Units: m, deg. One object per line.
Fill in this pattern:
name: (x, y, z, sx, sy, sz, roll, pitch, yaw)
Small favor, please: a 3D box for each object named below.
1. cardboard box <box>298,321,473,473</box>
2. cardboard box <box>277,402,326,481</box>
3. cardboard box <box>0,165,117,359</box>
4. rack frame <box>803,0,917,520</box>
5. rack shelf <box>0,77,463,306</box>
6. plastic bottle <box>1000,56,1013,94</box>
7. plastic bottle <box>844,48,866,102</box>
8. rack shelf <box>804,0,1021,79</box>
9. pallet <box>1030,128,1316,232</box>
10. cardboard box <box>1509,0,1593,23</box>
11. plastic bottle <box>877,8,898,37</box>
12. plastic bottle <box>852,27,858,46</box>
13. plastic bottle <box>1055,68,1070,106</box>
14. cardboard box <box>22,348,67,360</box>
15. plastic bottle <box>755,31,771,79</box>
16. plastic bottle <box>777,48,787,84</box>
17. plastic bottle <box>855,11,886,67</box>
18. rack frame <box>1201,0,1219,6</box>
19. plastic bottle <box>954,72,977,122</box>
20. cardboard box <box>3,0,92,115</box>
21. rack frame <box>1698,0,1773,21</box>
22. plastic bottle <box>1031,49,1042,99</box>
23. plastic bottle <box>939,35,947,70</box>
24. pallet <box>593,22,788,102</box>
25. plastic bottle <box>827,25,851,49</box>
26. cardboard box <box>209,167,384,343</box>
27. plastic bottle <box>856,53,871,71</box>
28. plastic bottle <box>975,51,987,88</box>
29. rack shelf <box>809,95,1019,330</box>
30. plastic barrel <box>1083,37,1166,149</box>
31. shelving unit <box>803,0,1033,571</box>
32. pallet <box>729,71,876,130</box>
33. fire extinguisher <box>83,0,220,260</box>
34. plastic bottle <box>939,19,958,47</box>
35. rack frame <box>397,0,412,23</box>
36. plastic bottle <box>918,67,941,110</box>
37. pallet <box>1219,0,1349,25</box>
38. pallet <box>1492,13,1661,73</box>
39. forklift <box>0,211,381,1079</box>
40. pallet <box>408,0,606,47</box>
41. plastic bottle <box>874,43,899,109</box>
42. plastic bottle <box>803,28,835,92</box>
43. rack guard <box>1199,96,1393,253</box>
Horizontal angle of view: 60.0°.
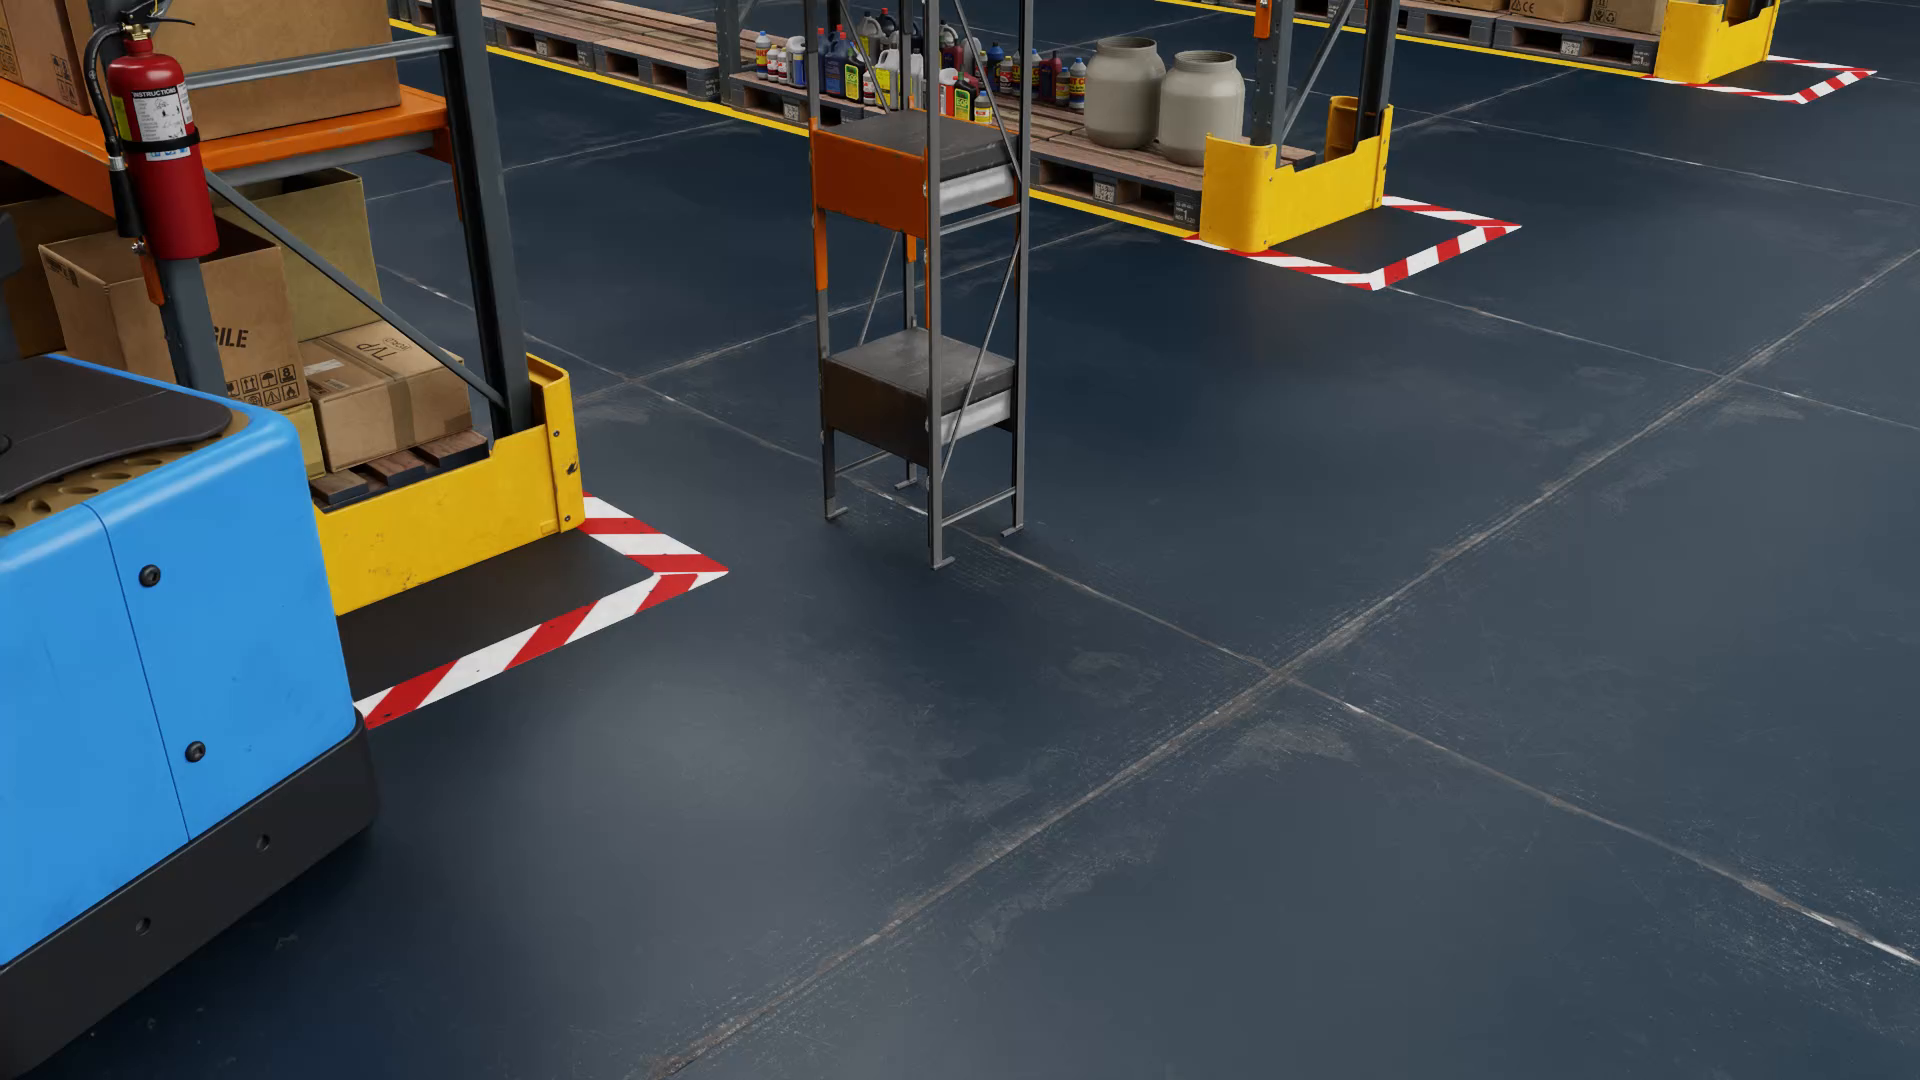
cardboard box: (-1.960, -0.479, 5.442, 0.500, 0.250, 0.500, 25, 36, 38)
cardboard box: (-2.323, -0.308, 5.115, 0.500, 0.250, 0.500, 25, 36, 38)
cardboard box: (-3.048, -0.960, 5.551, 0.500, 0.500, 0.500, 25, 36, 38)
rack frame: (-0.292, -1.063, 5.015, 0.015, 2.100, 0.400, 25, 36, 38)
rack shelf: (-3.159, -1.596, 5.835, 4.000, 0.370, 1.077, 25, 36, 38)
plastic bottle: (0.282, -2.732, 9.757, 0.097, 0.201, 0.097, 0, 28, 0)
plastic bottle: (-0.602, -2.672, 9.554, 0.061, 0.283, 0.133, -23, 36, -37)
rack shelf: (-0.118, -1.591, 4.545, 0.480, 0.518, 0.431, 25, 36, 38)
pallet: (1.080, -1.946, 8.724, 1.213, 0.211, 1.003, 25, 36, 38)
cardboard box: (4.331, -4.021, 11.908, 0.500, 0.500, 0.500, -15, 31, -27)
plastic bottle: (-0.449, -3.117, 10.329, 0.185, 0.351, 0.144, 23, 36, 37)
plastic bottle: (-0.633, -3.151, 10.553, 0.097, 0.201, 0.097, 0, 28, 0)
plastic bottle: (0.594, -2.589, 9.485, 0.097, 0.201, 0.097, 0, 28, 0)
cardboard box: (-3.045, -0.629, 5.727, 0.500, 0.250, 0.500, 25, 36, 38)
plastic bottle: (-1.190, -2.947, 10.091, 0.097, 0.271, 0.097, 0, 28, 0)
plastic bottle: (-1.045, -2.850, 9.981, 0.097, 0.201, 0.097, 0, 28, 0)
plastic bottle: (-0.550, -3.070, 10.238, 0.185, 0.351, 0.144, 25, 36, 38)
rack frame: (2.362, -5.853, 13.159, 0.127, 3.000, 1.000, 25, 36, 38)
plastic bottle: (0.029, -2.383, 9.004, 0.061, 0.283, 0.133, -24, 36, -38)
cardboard box: (-2.435, -1.632, 5.024, 0.700, 0.500, 0.500, -24, 36, -38)
rack frame: (5.215, -4.548, 10.677, 0.127, 3.000, 1.000, 25, 36, 38)
plastic bottle: (0.424, -2.698, 9.618, 0.097, 0.271, 0.097, 0, 28, 0)
plastic bottle: (-0.135, -2.877, 9.945, 0.133, 0.283, 0.061, 25, 36, 38)
pallet: (-1.697, -3.219, 11.144, 1.213, 0.211, 1.003, 25, 36, 38)
plastic bottle: (-0.724, -2.879, 9.875, 0.185, 0.351, 0.144, 25, 36, 38)
cardboard box: (-2.317, -0.974, 5.577, 0.500, 0.500, 0.500, 25, 36, 38)
plastic bottle: (-0.560, -2.698, 9.618, 0.097, 0.271, 0.097, 0, 28, 0)
plastic bottle: (0.135, -2.799, 9.885, 0.097, 0.201, 0.097, 0, 28, 0)
rack shelf: (-0.118, -0.971, 4.870, 0.480, 0.518, 0.431, 25, 36, 38)
plastic barrel: (0.862, -2.342, 8.703, 0.421, 0.512, 0.421, 0, 28, 0)
shelving unit: (-0.118, -0.983, 4.864, 0.503, 2.100, 0.431, 25, 36, 38)
pallet: (-0.660, -2.742, 10.239, 1.213, 0.211, 1.003, 25, 36, 38)
fire extinguisher: (-1.975, -1.035, 4.078, 0.183, 0.674, 0.296, 25, 36, 38)
plastic bottle: (-0.082, -2.949, 10.010, 0.185, 0.351, 0.144, 24, 36, 38)
rack frame: (-3.962, -5.515, 12.515, 0.127, 3.000, 1.000, 25, 36, 38)
plastic bottle: (-0.134, -2.484, 9.205, 0.135, 0.276, 0.152, 23, 36, 37)
pallet: (2.866, -4.412, 13.413, 1.213, 0.211, 1.003, 25, 36, 38)
pallet: (4.606, -3.616, 11.899, 1.213, 0.211, 1.003, 25, 36, 38)
forklift: (-2.903, -0.732, 3.492, 3.031, 2.935, 1.130, 14, 31, 25)
pallet: (-3.437, -4.015, 12.659, 1.213, 0.211, 1.003, 25, 36, 38)
plastic bottle: (-0.388, -2.630, 9.403, 0.185, 0.351, 0.144, 24, 36, 38)
plastic bottle: (-0.825, -2.831, 9.784, 0.144, 0.351, 0.185, -24, 36, -38)
rack guard: (1.655, -1.807, 8.150, 0.348, 0.500, 1.175, 25, 36, 38)
